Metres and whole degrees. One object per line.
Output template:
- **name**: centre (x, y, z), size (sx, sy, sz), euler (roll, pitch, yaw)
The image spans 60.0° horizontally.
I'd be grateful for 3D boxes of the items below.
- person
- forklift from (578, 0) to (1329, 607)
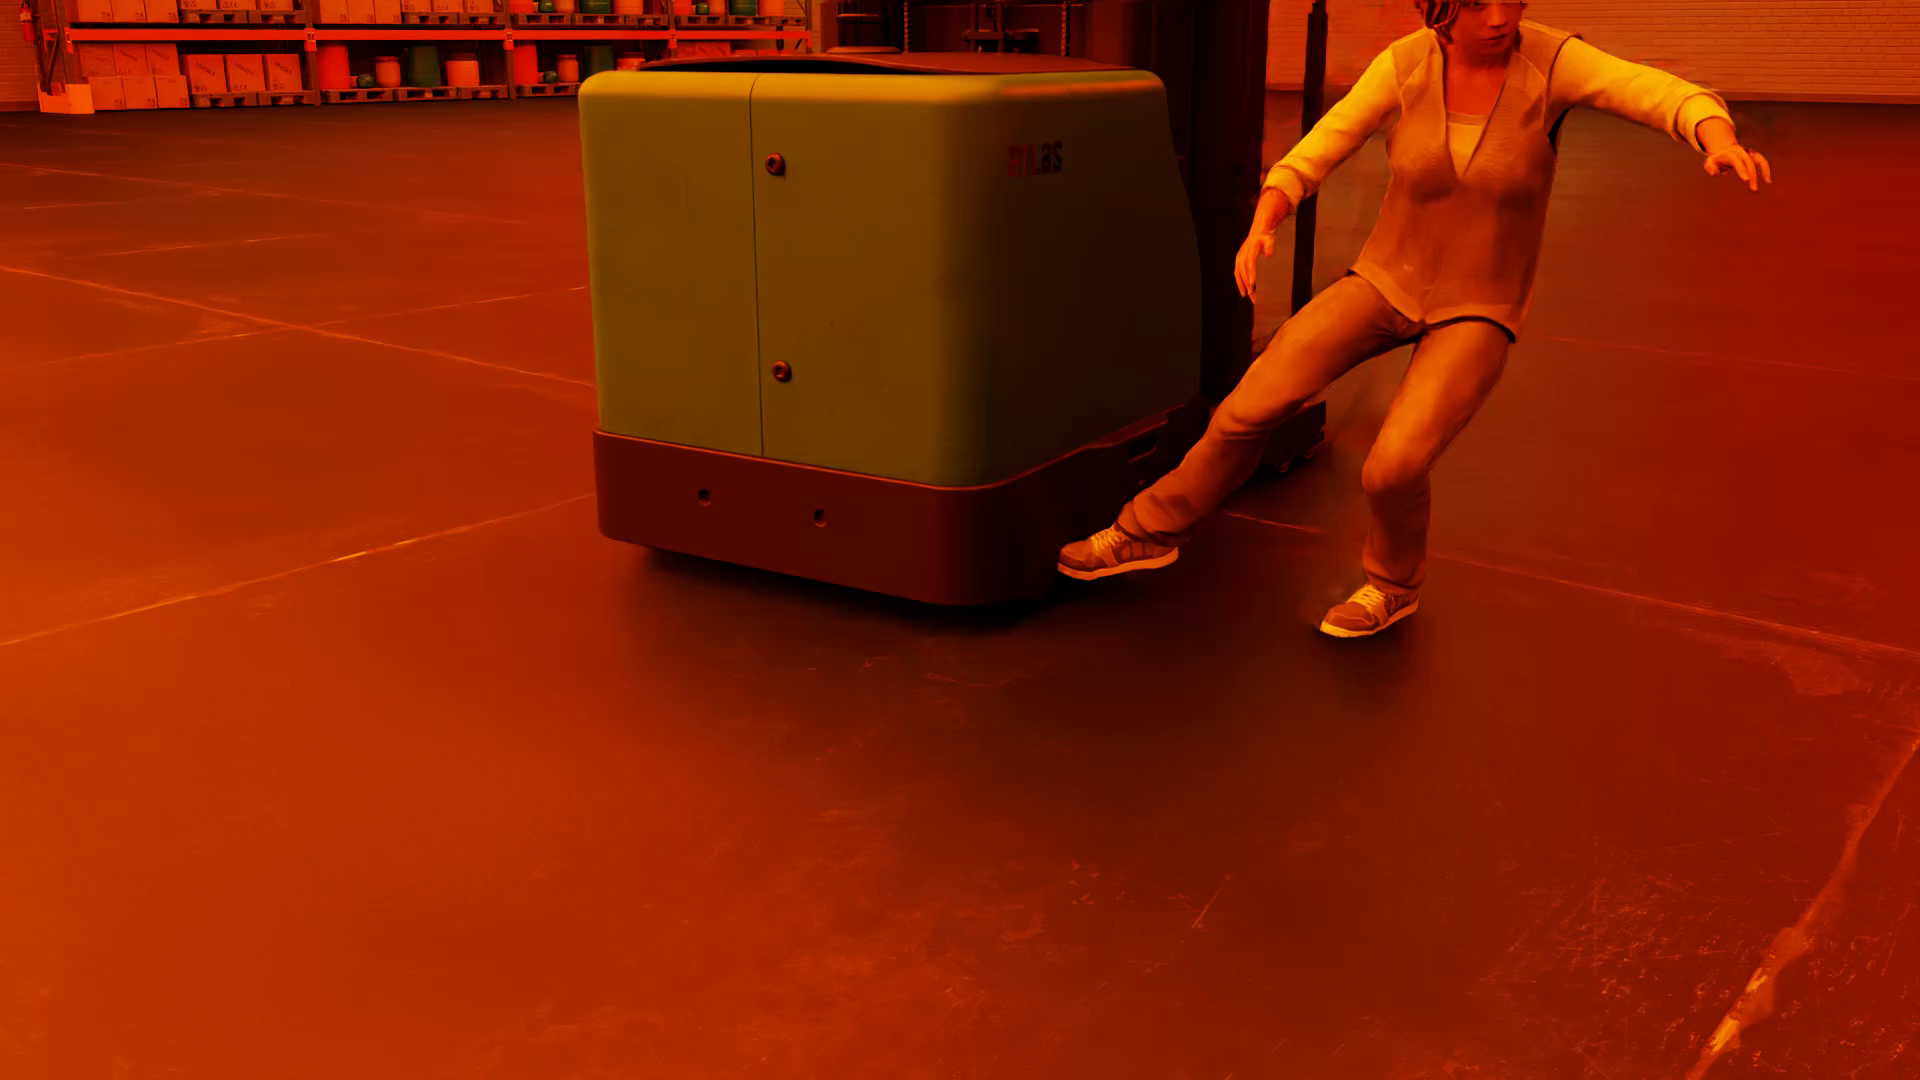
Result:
- **person**: centre (0.747, -0.425, 3.054), size (1.253, 1.362, 0.770), euler (7, 18, 22)
- **forklift**: centre (0.381, -1.645, 4.314), size (1.130, 2.935, 3.031), euler (10, 20, 30)
